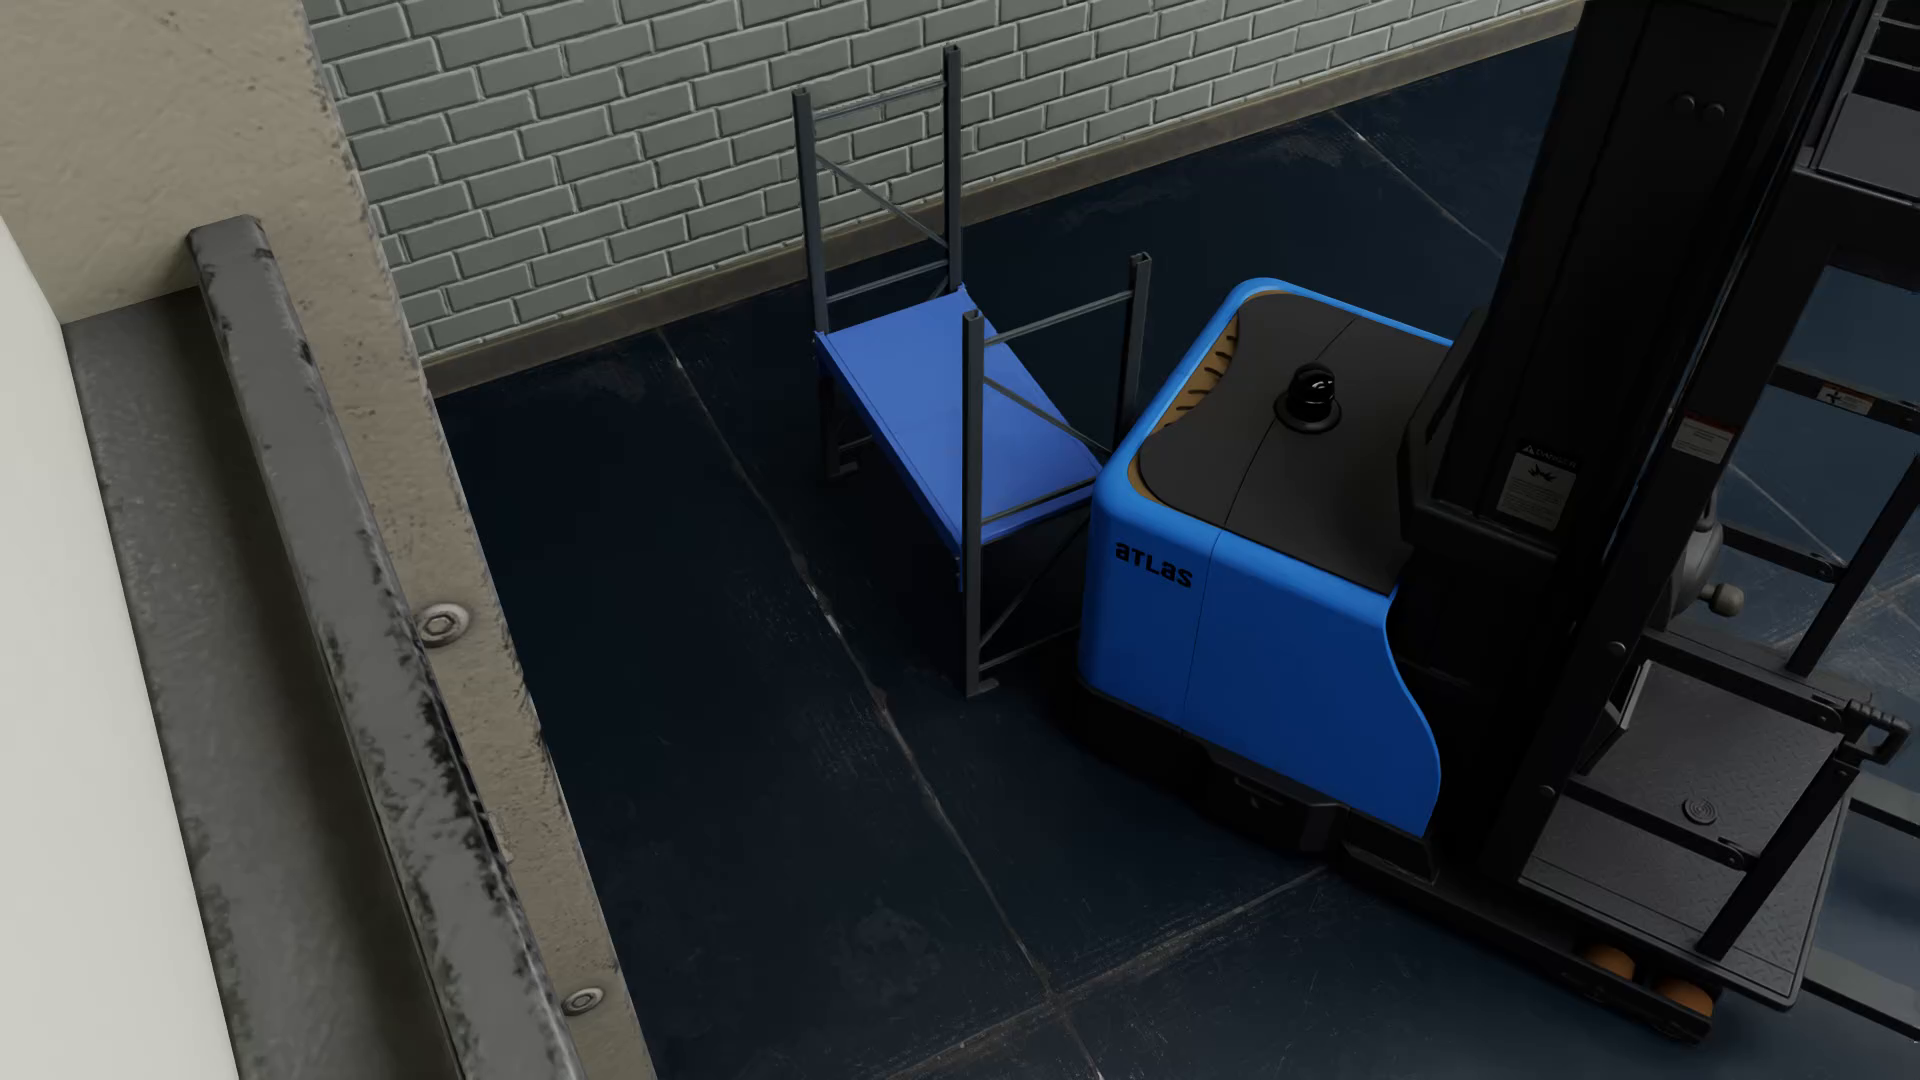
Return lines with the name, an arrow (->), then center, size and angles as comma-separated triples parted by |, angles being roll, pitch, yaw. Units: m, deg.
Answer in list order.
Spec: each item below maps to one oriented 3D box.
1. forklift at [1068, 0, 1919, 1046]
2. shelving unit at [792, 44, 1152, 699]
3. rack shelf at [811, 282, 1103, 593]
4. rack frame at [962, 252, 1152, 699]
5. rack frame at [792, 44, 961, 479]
forklift -> 1.850, -0.144, 3.596 | 3.031, 2.935, 1.130 | 24, 53, 19
shelving unit -> 0.005, -0.453, 4.817 | 0.538, 1.500, 1.048 | -21, 52, -17
rack shelf -> 0.005, -0.334, 4.952 | 0.538, 0.185, 1.000 | -21, 52, -17
rack frame -> 0.235, -0.111, 4.518 | 0.500, 1.500, 0.032 | -21, 52, -17
rack frame -> -0.225, -0.794, 5.115 | 0.500, 1.500, 0.032 | -21, 52, -17
